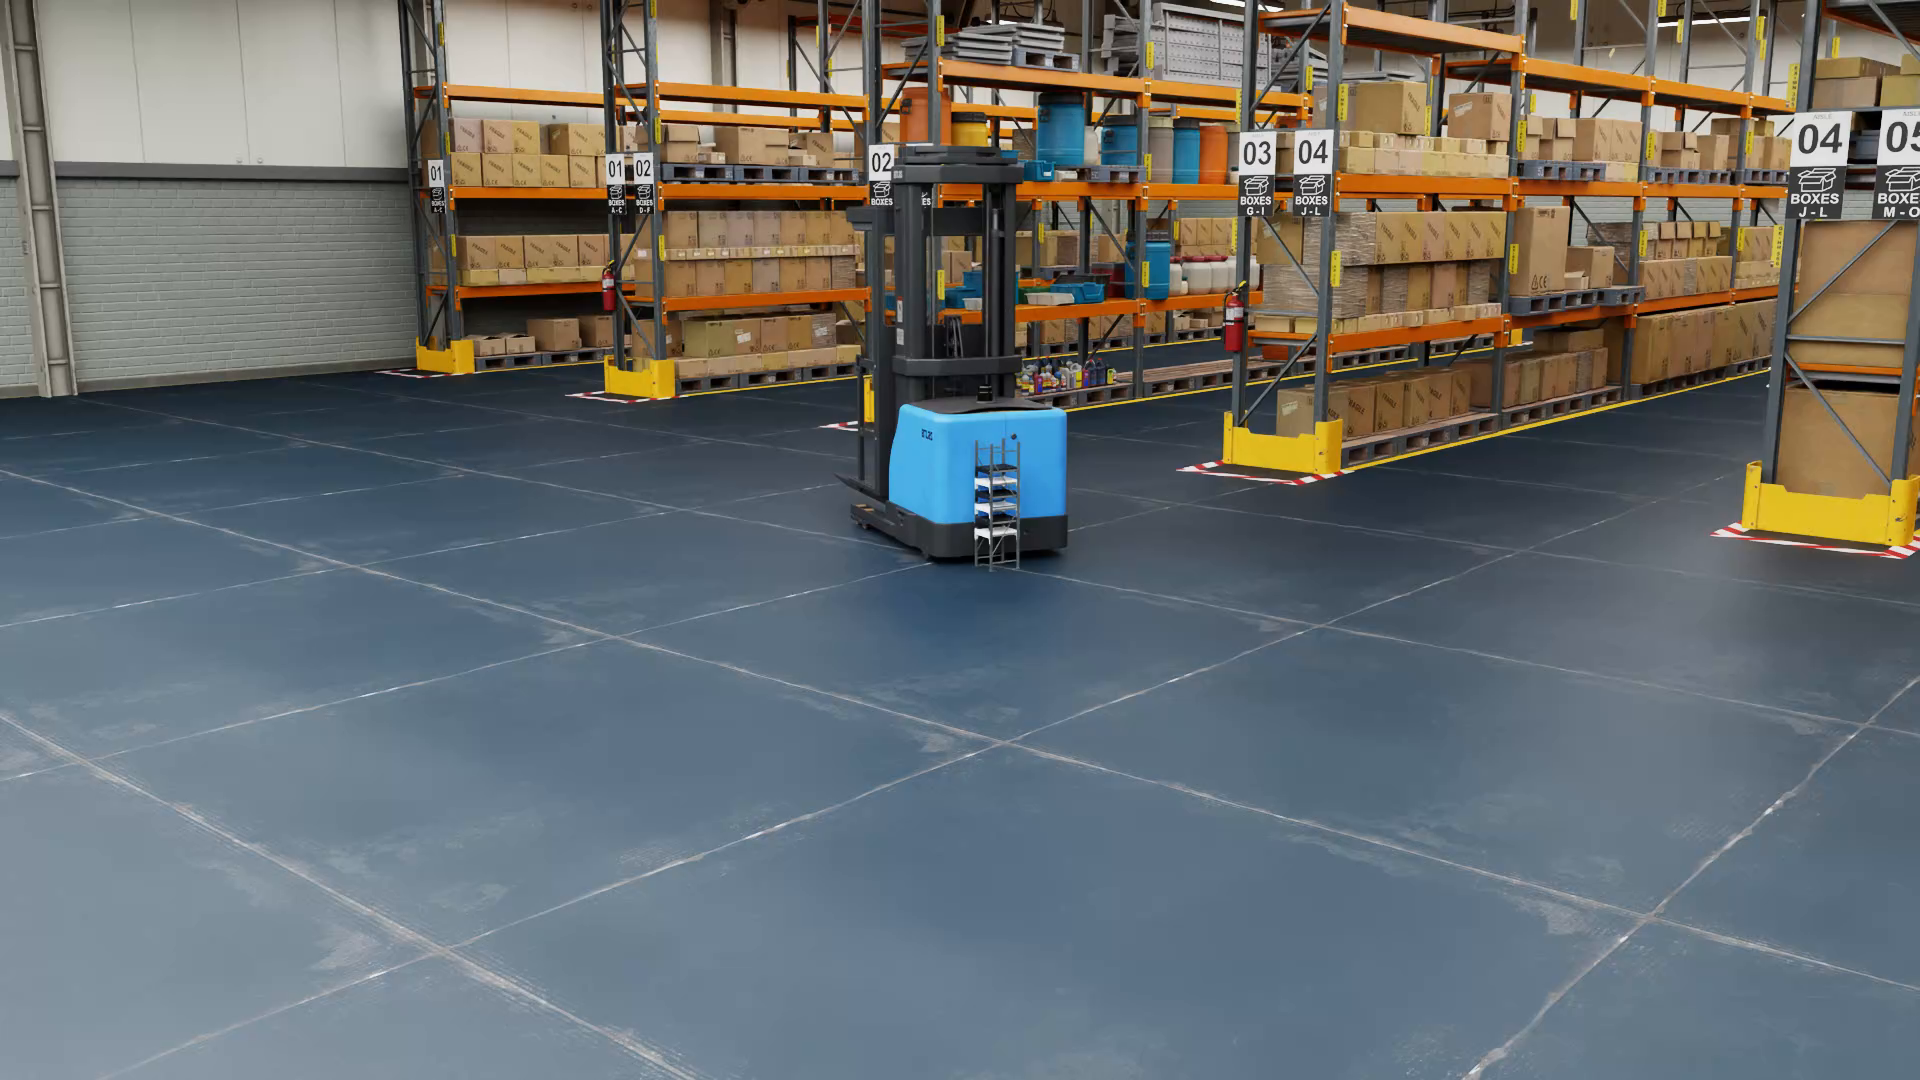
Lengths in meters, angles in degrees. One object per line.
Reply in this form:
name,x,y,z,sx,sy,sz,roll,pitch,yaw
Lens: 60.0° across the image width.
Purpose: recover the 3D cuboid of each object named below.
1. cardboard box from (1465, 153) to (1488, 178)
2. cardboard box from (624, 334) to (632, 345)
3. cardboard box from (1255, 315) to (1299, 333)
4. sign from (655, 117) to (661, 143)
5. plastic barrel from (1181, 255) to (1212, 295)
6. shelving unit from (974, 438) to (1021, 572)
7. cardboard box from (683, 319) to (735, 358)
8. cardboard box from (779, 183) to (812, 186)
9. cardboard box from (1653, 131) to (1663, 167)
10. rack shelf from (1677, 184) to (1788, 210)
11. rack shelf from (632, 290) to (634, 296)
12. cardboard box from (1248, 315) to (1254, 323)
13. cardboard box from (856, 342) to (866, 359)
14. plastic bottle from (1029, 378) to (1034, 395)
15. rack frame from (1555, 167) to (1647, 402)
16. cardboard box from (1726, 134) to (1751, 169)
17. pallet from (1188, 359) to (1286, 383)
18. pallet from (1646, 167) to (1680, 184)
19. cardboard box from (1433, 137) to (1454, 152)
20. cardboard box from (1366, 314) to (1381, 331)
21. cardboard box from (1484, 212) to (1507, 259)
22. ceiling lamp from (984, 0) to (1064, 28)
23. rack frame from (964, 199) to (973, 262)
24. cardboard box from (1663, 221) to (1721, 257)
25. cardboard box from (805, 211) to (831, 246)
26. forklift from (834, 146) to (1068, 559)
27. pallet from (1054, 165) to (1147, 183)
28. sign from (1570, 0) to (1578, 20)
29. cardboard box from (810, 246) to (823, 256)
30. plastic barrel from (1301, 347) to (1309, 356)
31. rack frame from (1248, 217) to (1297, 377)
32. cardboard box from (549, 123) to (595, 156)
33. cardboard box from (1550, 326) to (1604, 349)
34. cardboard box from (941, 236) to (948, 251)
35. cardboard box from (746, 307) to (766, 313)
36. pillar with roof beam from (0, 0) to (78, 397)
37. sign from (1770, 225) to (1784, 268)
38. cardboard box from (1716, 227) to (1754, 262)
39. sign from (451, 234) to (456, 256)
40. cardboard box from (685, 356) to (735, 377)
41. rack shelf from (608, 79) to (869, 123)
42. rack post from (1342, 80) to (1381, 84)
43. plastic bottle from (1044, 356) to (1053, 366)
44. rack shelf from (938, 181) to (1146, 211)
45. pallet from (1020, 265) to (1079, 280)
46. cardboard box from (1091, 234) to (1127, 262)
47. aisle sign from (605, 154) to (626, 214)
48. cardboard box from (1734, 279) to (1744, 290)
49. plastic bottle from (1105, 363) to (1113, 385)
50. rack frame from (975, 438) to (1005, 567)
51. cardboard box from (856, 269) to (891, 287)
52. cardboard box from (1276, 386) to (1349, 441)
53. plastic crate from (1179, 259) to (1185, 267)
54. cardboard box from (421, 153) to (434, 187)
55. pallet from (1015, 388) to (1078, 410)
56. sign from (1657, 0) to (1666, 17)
cardboard box,5.278,-3.988,17.745,0.500,0.250,0.500,10,15,42
cardboard box,-5.758,-3.432,28.347,0.380,0.166,0.250,7,14,33
cardboard box,3.128,-2.124,16.329,0.380,0.149,0.250,10,15,40
sign,-3.931,-5.326,21.625,0.100,0.325,0.005,10,15,40
plastic barrel,3.295,-3.694,23.203,0.433,0.535,0.433,0,11,0
shelving unit,0.261,-0.247,11.648,0.258,0.900,0.210,-6,13,-29
cardboard box,-3.494,-2.809,23.151,0.500,0.500,0.500,10,15,40
cardboard box,-3.059,-6.573,30.481,0.500,0.311,0.500,10,15,40
cardboard box,9.228,-5.319,22.697,0.500,0.500,0.500,11,16,43
rack shelf,12.336,-5.357,26.050,1.077,0.370,4.000,10,15,40
rack shelf,-4.107,-4.630,30.070,1.077,0.370,4.000,10,15,40
cardboard box,5.709,-4.481,33.596,0.380,0.166,0.250,10,15,40
cardboard box,-1.251,-2.933,25.687,0.500,0.250,0.500,9,15,39
plastic bottle,0.874,-1.904,20.608,0.097,0.201,0.097,0,11,0
rack frame,8.376,-3.356,21.853,1.000,3.000,0.127,10,15,40
cardboard box,11.488,-5.842,25.061,0.700,0.500,0.500,9,14,37
pallet,4.115,-2.520,24.787,1.003,0.211,1.213,10,15,40
pallet,8.761,-4.836,22.087,1.213,0.211,1.003,11,16,43
cardboard box,4.872,-4.080,17.188,0.380,0.149,0.250,11,16,43
cardboard box,3.967,-2.175,16.584,0.380,0.149,0.250,10,15,40
cardboard box,5.645,-3.351,18.260,0.500,0.500,0.500,10,15,40
ceiling lamp,1.411,-11.184,30.829,0.800,3.185,2.000,10,15,40
rack frame,-0.146,-5.865,34.419,1.000,3.000,0.127,10,15,40
cardboard box,10.601,-4.390,24.216,0.797,0.503,0.637,9,15,39
cardboard box,-2.324,-4.593,24.481,0.700,0.500,0.500,10,15,40
forklift,-0.230,-1.551,12.993,1.130,2.935,3.031,-4,12,-21
pallet,1.612,-4.667,21.243,1.213,0.211,1.003,10,15,40
sign,7.957,-6.904,21.515,0.100,0.325,0.005,10,15,40
cardboard box,-2.230,-4.234,24.341,0.380,0.149,0.250,10,15,40
plastic barrel,5.271,-3.151,26.107,0.421,0.512,0.421,0,11,0
rack frame,4.655,-3.996,25.060,1.000,3.000,0.127,10,15,40
cardboard box,-6.245,-6.440,26.776,0.500,0.500,0.500,9,14,38
cardboard box,7.956,-2.611,21.469,0.500,0.250,0.500,11,15,43
cardboard box,-0.591,-5.893,33.493,0.500,0.500,0.500,10,15,41
cardboard box,-3.957,-4.017,30.422,0.700,0.500,0.500,10,15,40
pillar with roof beam,-8.982,-5.817,18.861,9.100,9.000,0.400,10,15,40
sign,6.356,-2.279,12.900,0.100,0.325,0.005,10,15,40
cardboard box,11.524,-4.422,24.899,0.500,0.500,0.500,10,15,40
sign,-7.660,-4.454,25.144,0.100,0.325,0.005,10,15,40
cardboard box,-3.496,-2.442,23.226,0.500,0.250,0.500,10,15,40
rack shelf,-3.024,-6.147,23.371,1.077,0.370,4.000,10,15,40
rack post,6.055,-6.967,25.894,0.954,0.300,0.937,-10,15,-41
plastic bottle,1.170,-2.259,22.004,0.144,0.351,0.185,10,15,42
rack shelf,0.695,-4.231,20.417,1.077,0.370,4.000,10,15,40
pallet,1.332,-4.652,28.832,1.213,0.211,1.003,10,15,40
cardboard box,2.690,-5.330,30.413,0.500,0.500,0.700,-9,15,-39
aisle sign,-4.608,-4.763,22.263,0.394,0.787,0.004,10,15,40
cardboard box,11.461,-3.821,24.827,0.380,0.149,0.250,10,15,40
plastic bottle,1.945,-2.178,21.768,0.061,0.283,0.133,11,16,43
rack frame,0.210,-0.264,11.734,0.240,0.900,0.006,-6,13,-29
cardboard box,-1.411,-4.053,25.728,0.500,0.250,0.500,11,16,44
cardboard box,3.520,-1.248,16.613,0.500,0.500,0.500,-9,14,-37
plastic crate,3.359,-3.829,24.061,0.402,0.464,0.583,10,15,40
cardboard box,-7.982,-5.724,25.745,0.500,0.500,0.500,-11,16,-43
pallet,0.735,-1.766,21.016,1.003,0.211,1.213,10,15,40
sign,8.790,-6.726,20.823,0.100,0.325,0.005,10,15,40
